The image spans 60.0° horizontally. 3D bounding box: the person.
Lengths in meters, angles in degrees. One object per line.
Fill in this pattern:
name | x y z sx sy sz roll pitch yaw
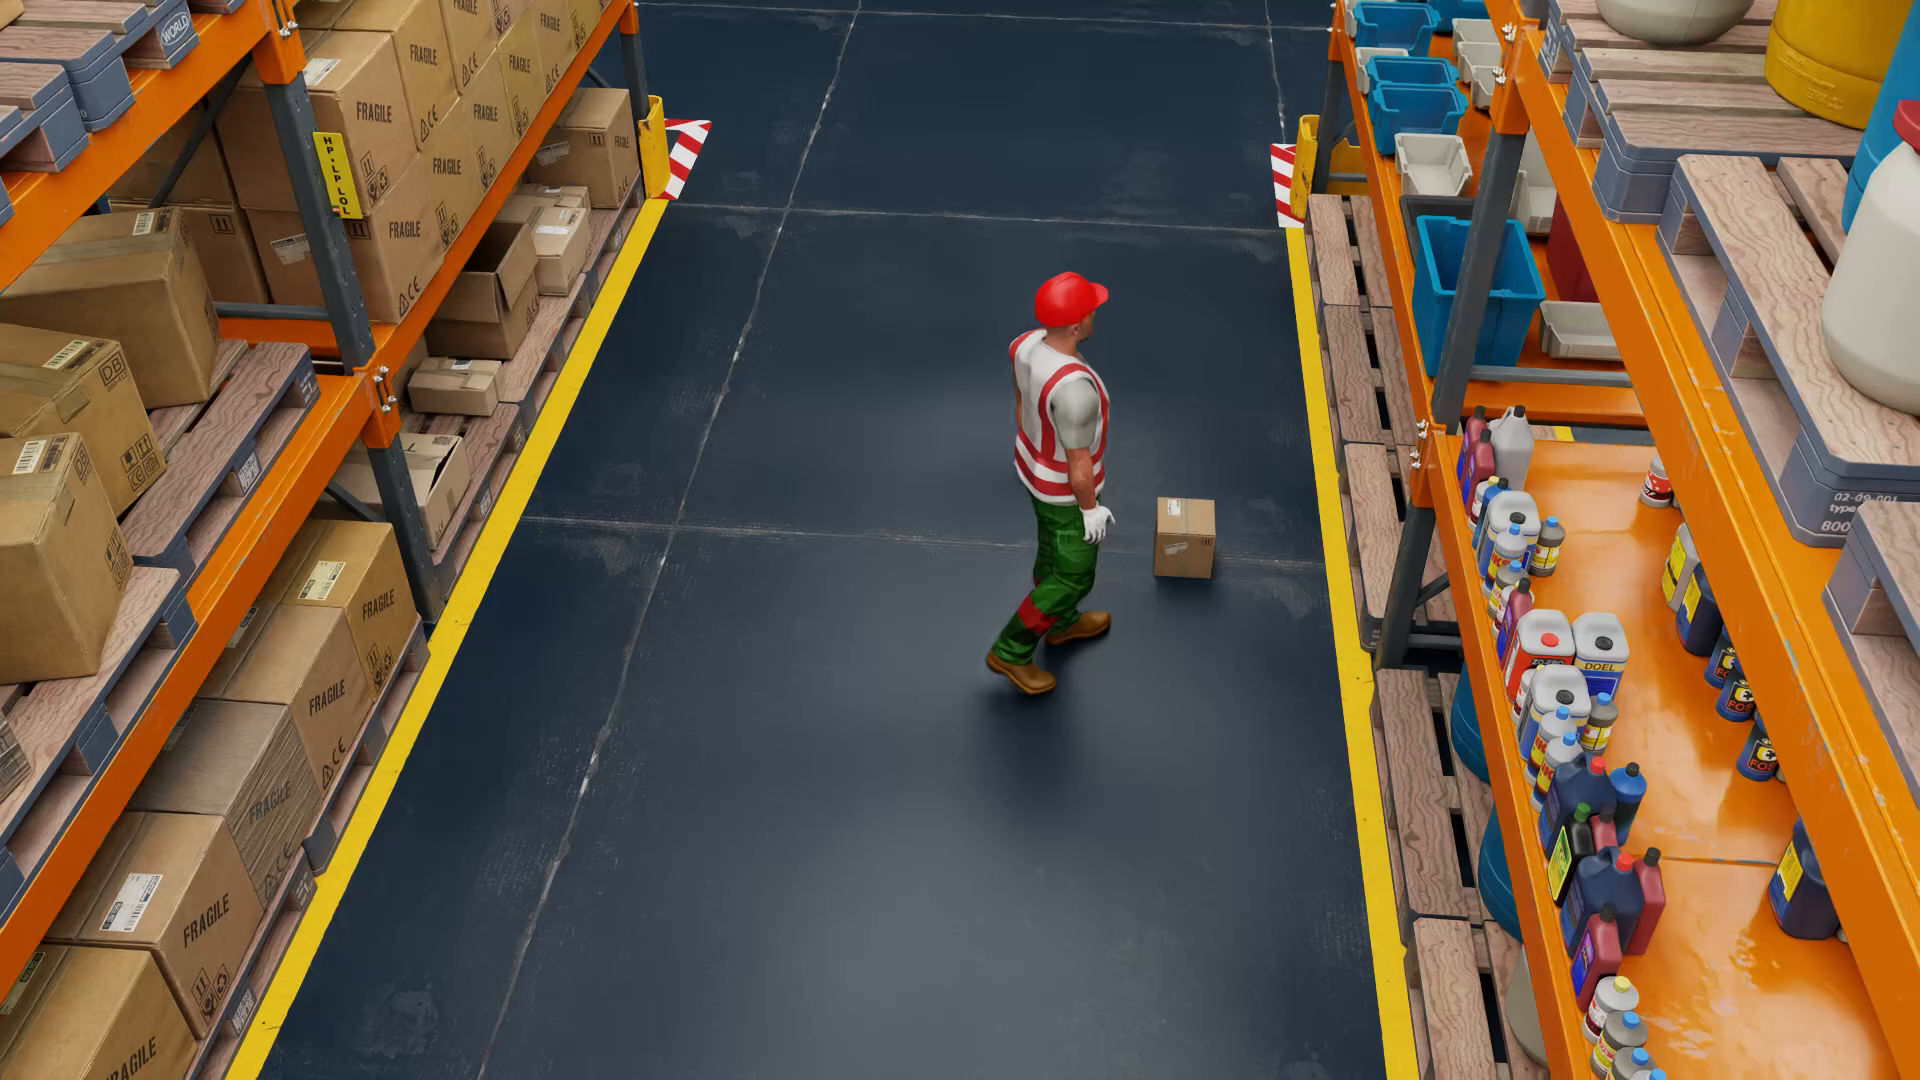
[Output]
person | 0.368 -0.225 6.395 0.621 1.796 0.560 -12 41 -14
